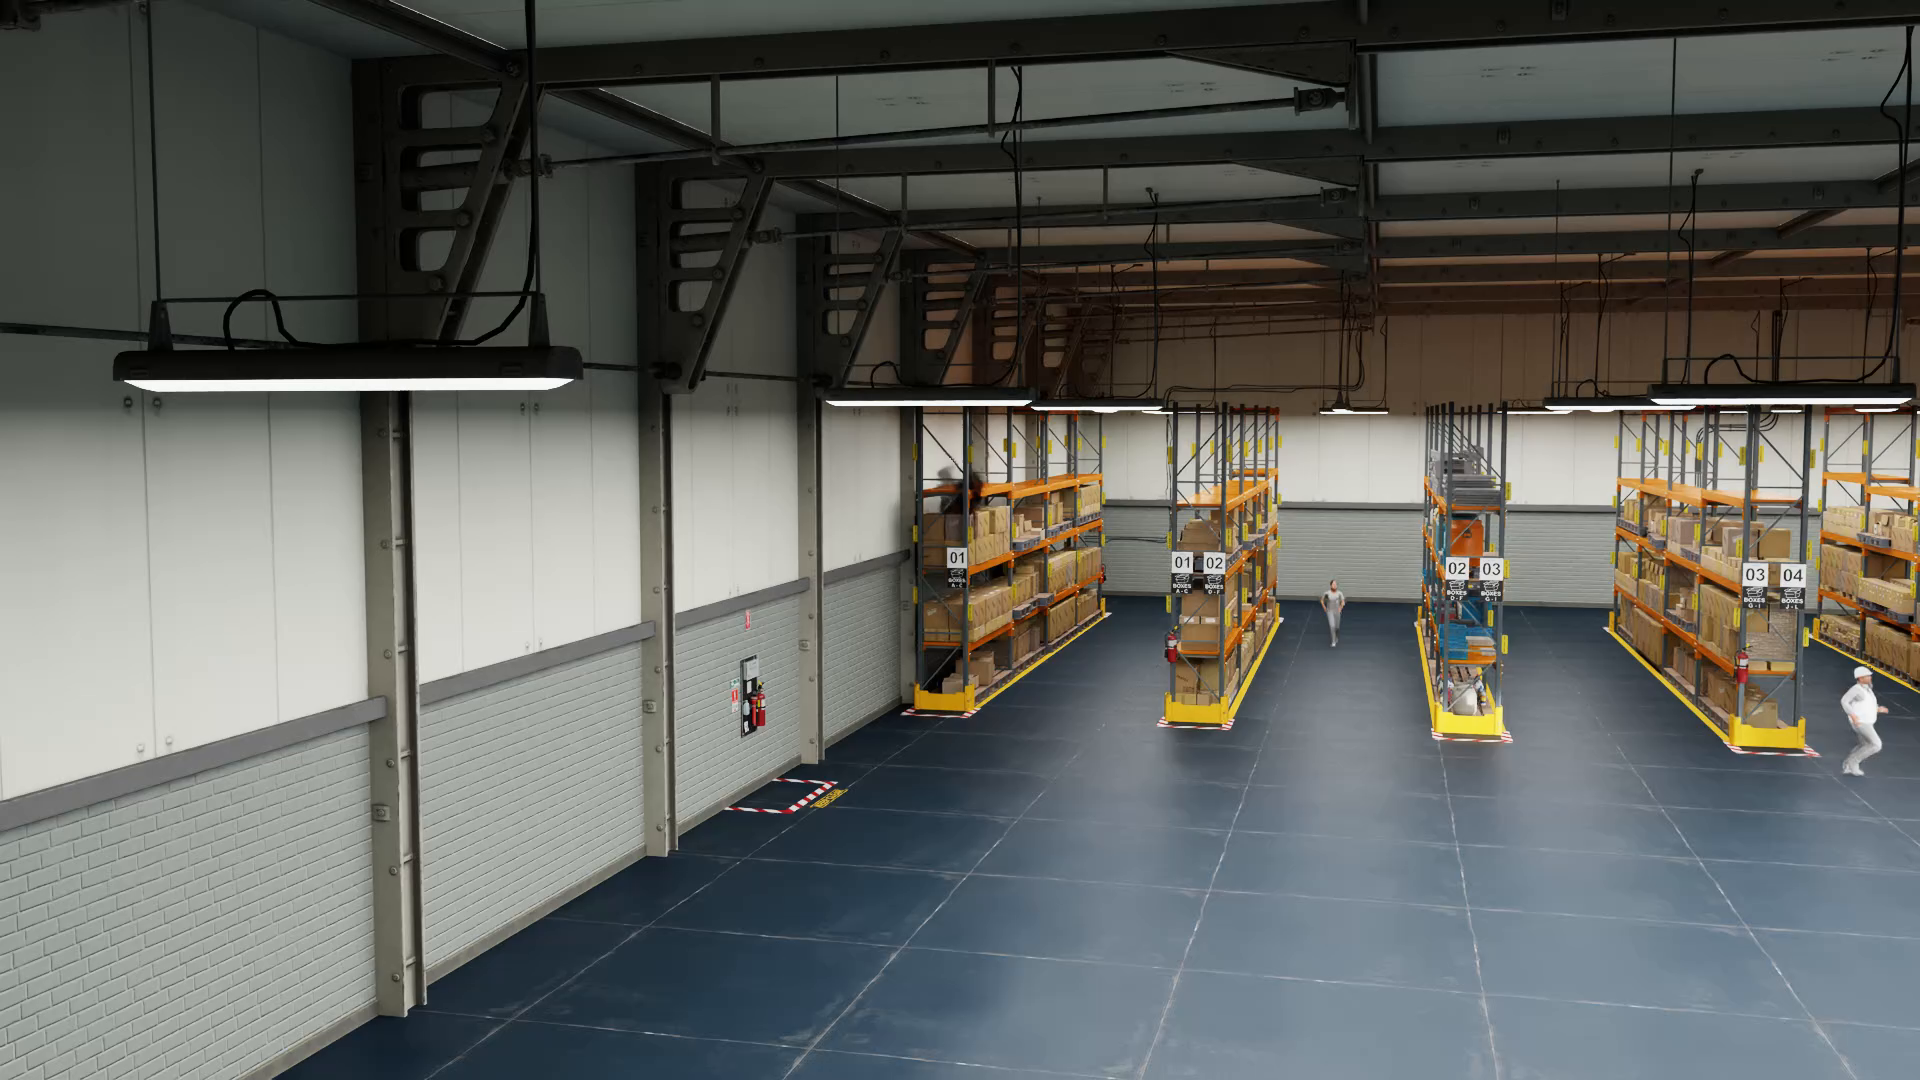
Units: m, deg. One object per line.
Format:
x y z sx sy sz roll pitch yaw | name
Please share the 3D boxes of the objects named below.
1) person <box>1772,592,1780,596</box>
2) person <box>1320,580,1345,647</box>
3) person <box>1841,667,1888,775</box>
20.988 1.673 43.400 0.796 1.745 0.900 3 5 34 | person
9.343 1.829 41.698 0.593 1.642 0.741 0 4 7 | person
14.396 2.889 26.440 0.635 1.734 0.637 4 6 44 | person
